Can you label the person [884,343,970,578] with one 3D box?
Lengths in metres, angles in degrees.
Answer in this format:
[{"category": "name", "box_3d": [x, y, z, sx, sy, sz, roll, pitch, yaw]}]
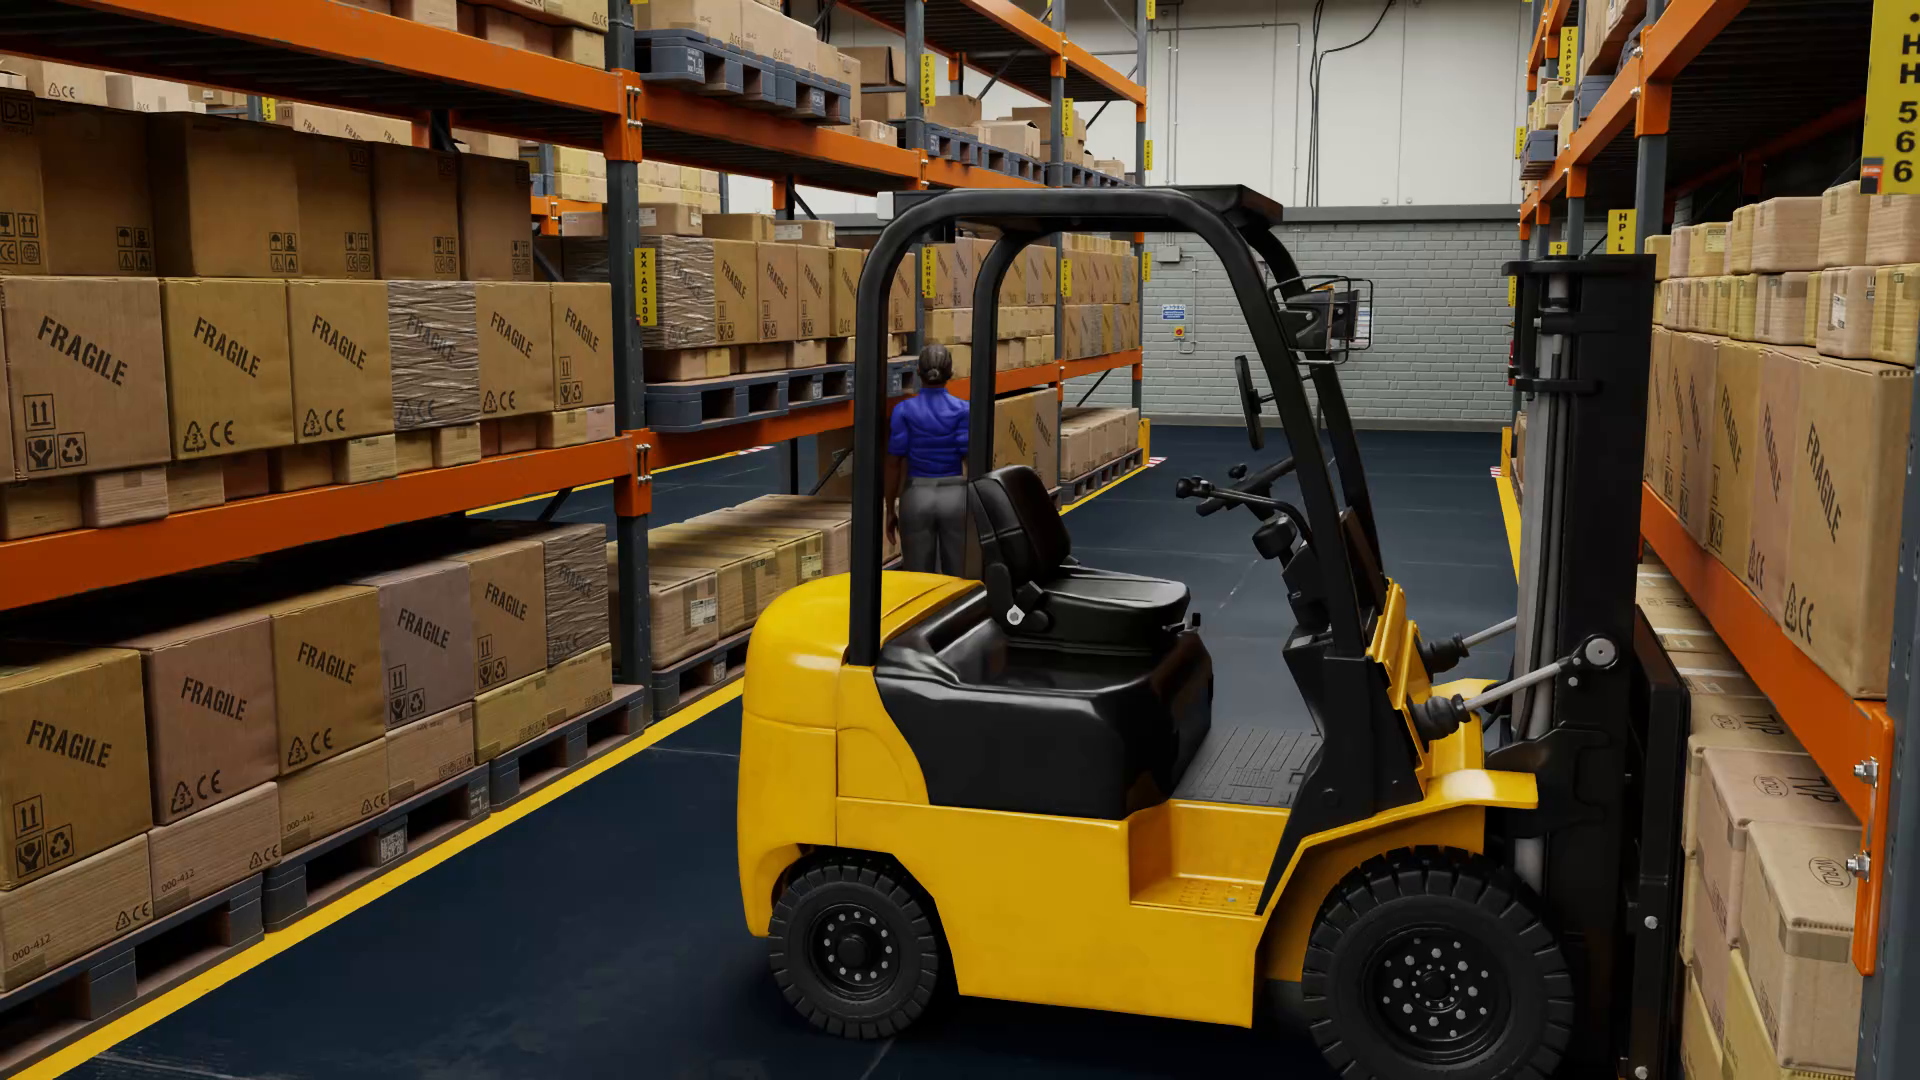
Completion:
[{"category": "person", "box_3d": [-0.115, -0.122, 8.081, 0.505, 1.659, 0.371, 0, 8, -2]}]
